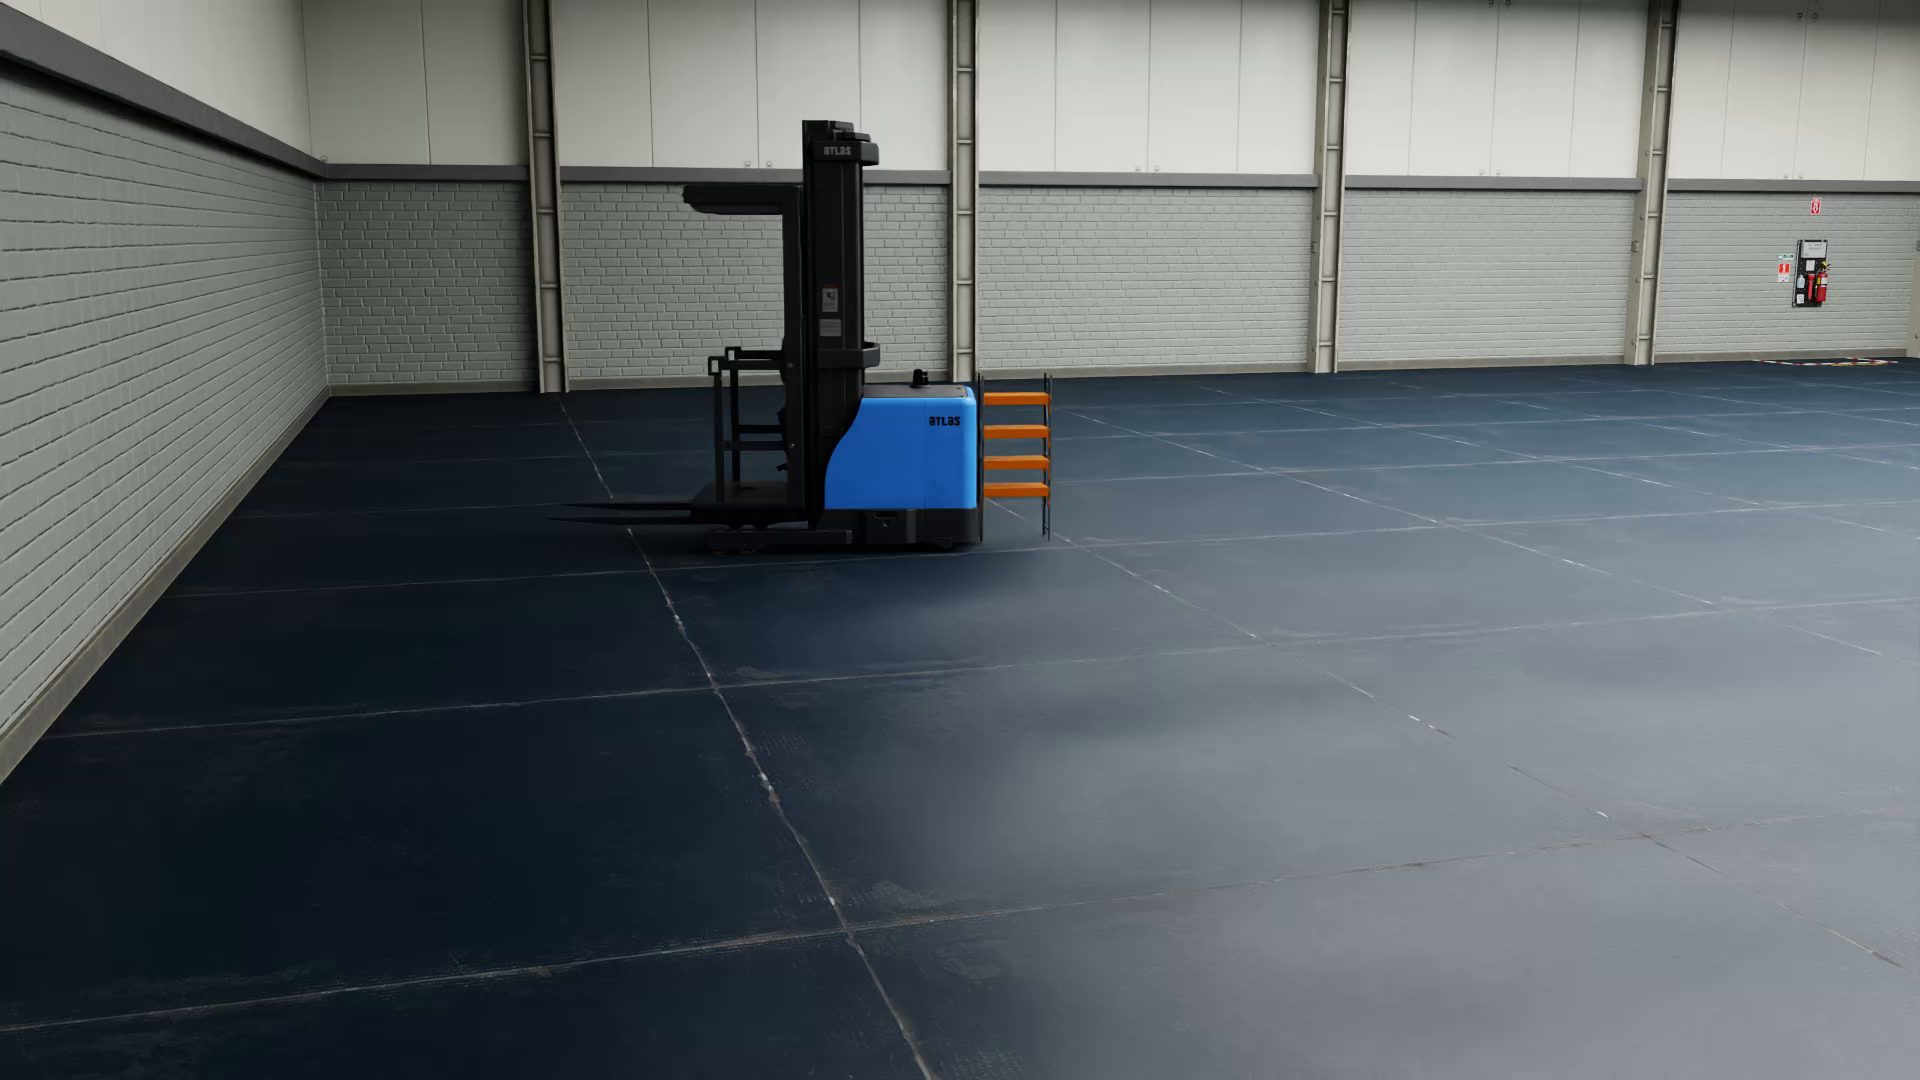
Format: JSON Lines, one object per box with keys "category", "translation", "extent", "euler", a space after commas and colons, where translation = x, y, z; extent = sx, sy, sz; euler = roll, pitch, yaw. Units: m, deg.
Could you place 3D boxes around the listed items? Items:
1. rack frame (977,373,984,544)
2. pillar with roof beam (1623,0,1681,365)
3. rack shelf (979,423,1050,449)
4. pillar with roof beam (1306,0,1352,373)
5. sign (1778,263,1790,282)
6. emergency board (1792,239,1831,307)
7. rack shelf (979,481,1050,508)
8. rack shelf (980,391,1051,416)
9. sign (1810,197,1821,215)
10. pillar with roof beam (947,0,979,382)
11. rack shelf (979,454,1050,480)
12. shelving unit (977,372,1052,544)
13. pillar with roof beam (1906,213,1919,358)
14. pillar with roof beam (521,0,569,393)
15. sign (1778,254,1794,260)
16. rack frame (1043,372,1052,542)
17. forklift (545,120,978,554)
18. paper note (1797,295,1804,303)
{"category": "rack frame", "translation": [0.145, -0.587, 11.919], "extent": [0.015, 1.200, 0.240], "euler": [-1, 11, -7]}
{"category": "pillar with roof beam", "translation": [12.770, -6.680, 23.476], "extent": [0.400, 9.000, 9.100], "euler": [-3, 11, -16]}
{"category": "rack shelf", "translation": [0.388, -0.746, 11.921], "extent": [0.480, 0.148, 0.258], "euler": [-1, 11, -7]}
{"category": "pillar with roof beam", "translation": [7.009, -6.376, 21.827], "extent": [0.400, 9.000, 9.100], "euler": [-3, 11, -16]}
{"category": "sign", "translation": [14.385, -4.670, 29.033], "extent": [0.234, 0.329, 0.001], "euler": [-3, 11, -16]}
{"category": "emergency board", "translation": [14.945, -4.663, 29.091], "extent": [0.643, 1.169, 0.194], "euler": [-3, 11, -16]}
{"category": "rack shelf", "translation": [0.388, -0.331, 11.997], "extent": [0.480, 0.148, 0.258], "euler": [-1, 11, -7]}
{"category": "rack shelf", "translation": [0.388, -0.979, 11.878], "extent": [0.480, 0.148, 0.258], "euler": [-1, 11, -7]}
{"category": "sign", "translation": [14.909, -5.820, 28.973], "extent": [0.199, 0.298, 0.001], "euler": [-3, 11, -16]}
{"category": "pillar with roof beam", "translation": [1.249, -6.073, 20.178], "extent": [0.400, 9.000, 9.100], "euler": [-3, 11, -16]}
{"category": "rack shelf", "translation": [0.388, -0.526, 11.961], "extent": [0.480, 0.148, 0.258], "euler": [-1, 11, -7]}
{"category": "shelving unit", "translation": [0.388, -0.592, 11.949], "extent": [0.503, 1.200, 0.258], "euler": [-1, 11, -7]}
{"category": "pillar with roof beam", "translation": [18.531, -6.983, 25.126], "extent": [0.400, 9.000, 9.100], "euler": [-3, 11, -16]}
{"category": "pillar with roof beam", "translation": [-4.512, -5.769, 18.528], "extent": [0.400, 9.000, 9.100], "euler": [-3, 11, -16]}
{"category": "sign", "translation": [14.392, -4.930, 28.978], "extent": [0.331, 0.109, 0.001], "euler": [-3, 11, -16]}
{"category": "rack frame", "translation": [0.630, -0.598, 11.979], "extent": [0.015, 1.200, 0.240], "euler": [-1, 11, -7]}
{"category": "forklift", "translation": [-1.397, -1.441, 11.776], "extent": [3.031, 2.935, 1.130], "euler": [0, 10, -1]}
{"category": "paper note", "translation": [14.755, -4.233, 29.187], "extent": [0.142, 0.148, 0.016], "euler": [-3, 11, -16]}
